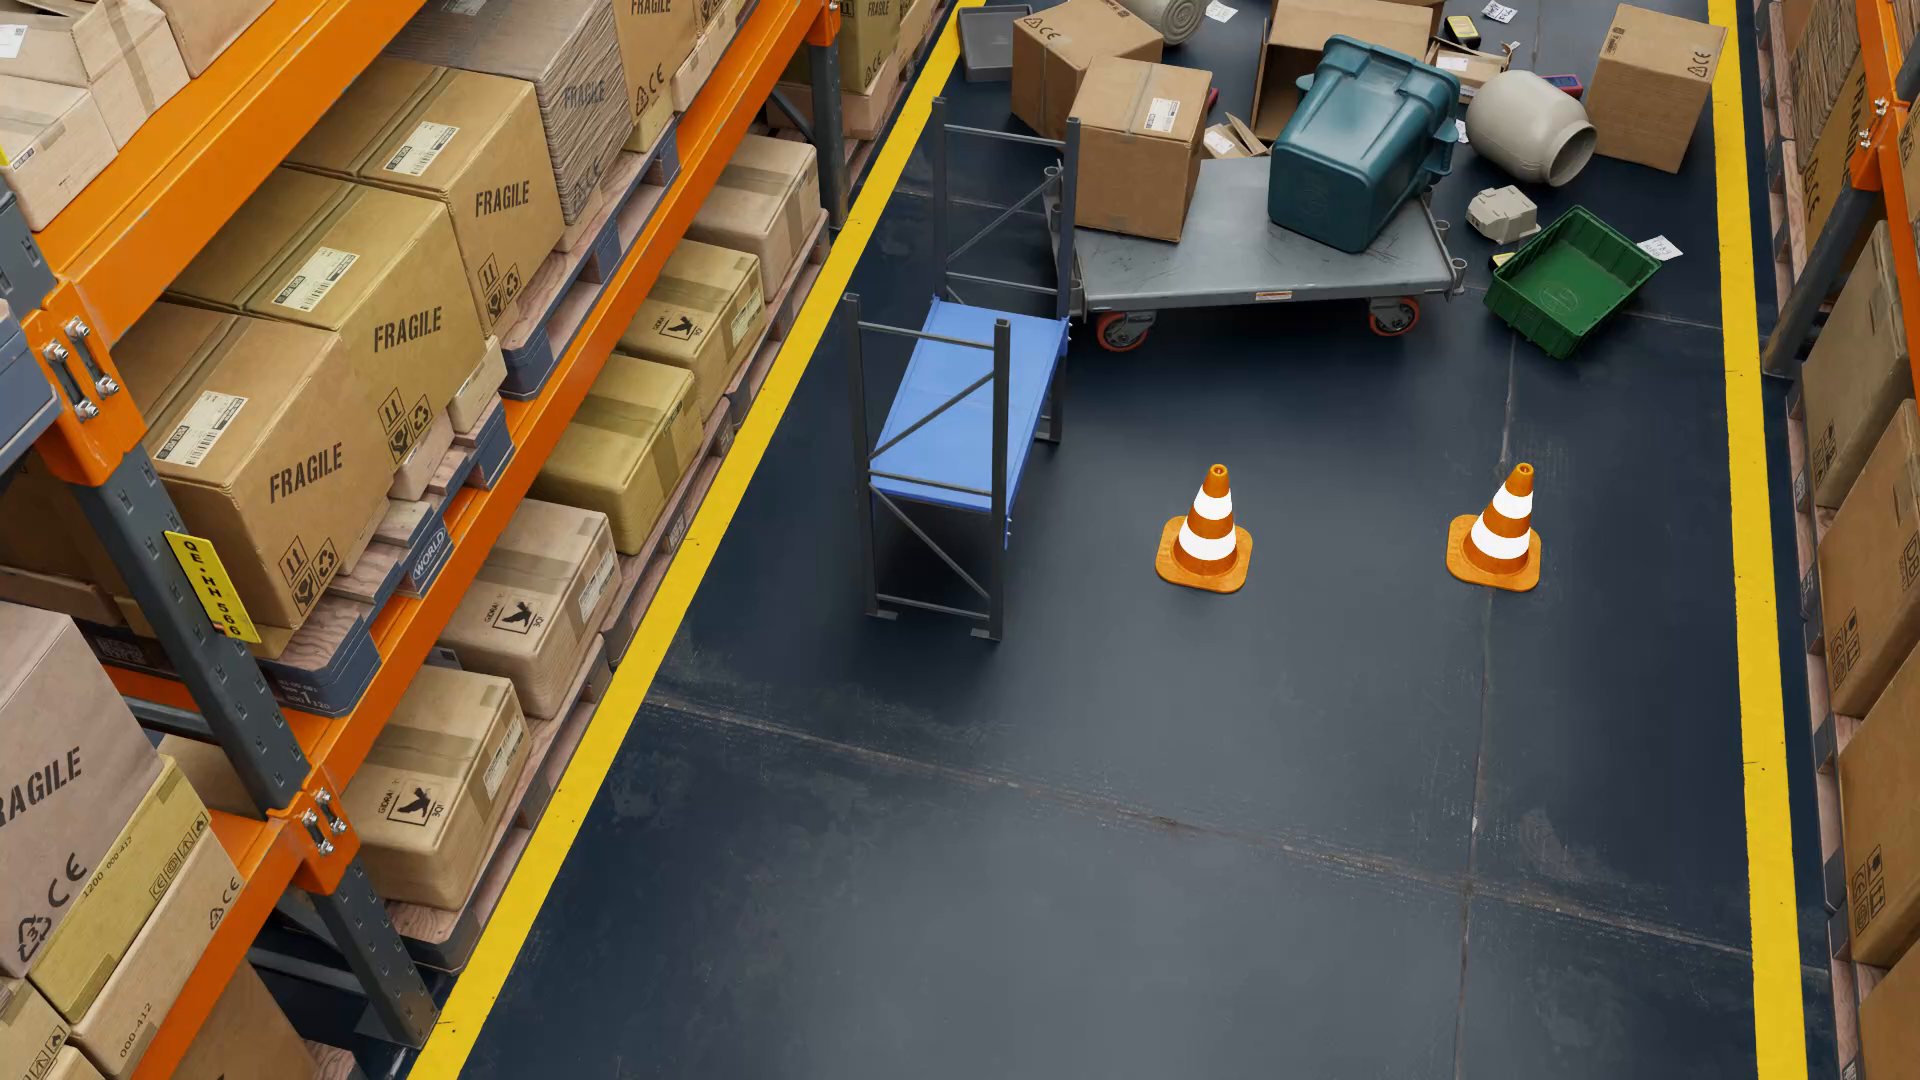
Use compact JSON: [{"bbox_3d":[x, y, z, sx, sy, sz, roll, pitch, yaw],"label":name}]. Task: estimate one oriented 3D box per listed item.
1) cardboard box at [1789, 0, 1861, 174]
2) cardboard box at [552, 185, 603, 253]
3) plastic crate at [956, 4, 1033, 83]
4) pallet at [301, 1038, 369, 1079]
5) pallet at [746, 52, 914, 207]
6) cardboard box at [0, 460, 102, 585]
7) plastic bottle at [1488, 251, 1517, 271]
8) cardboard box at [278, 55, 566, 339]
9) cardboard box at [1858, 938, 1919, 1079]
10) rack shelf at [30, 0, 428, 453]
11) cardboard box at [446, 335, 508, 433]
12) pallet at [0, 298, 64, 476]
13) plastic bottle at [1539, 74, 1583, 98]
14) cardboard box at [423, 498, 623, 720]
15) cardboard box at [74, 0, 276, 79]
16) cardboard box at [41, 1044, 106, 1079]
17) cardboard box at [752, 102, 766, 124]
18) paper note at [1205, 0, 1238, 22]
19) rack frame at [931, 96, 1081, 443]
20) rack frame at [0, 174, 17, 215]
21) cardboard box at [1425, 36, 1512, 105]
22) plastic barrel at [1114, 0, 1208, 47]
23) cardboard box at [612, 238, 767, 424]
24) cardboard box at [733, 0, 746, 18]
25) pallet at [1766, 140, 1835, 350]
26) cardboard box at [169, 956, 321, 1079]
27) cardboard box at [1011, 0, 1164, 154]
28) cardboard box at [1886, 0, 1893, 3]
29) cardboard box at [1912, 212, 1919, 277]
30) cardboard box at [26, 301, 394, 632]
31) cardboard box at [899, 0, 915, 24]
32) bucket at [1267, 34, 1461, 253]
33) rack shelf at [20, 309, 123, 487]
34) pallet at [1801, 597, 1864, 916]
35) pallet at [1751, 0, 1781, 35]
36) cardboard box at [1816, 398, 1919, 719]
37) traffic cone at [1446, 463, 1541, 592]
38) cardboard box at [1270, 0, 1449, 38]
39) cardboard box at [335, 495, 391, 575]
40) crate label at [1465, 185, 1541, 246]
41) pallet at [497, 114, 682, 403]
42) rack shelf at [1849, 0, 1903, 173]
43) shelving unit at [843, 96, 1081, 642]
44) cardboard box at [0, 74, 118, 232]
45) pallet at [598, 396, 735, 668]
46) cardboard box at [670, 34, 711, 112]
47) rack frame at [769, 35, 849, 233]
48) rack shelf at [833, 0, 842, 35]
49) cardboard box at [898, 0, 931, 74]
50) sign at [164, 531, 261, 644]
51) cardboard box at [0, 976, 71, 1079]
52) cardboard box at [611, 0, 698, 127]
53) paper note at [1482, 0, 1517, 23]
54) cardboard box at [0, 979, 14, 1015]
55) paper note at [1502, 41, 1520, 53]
[{"bbox_3d":[4.266,-2.143,7.278,0.875,0.875,0.875,12,50,10],"label":"cardboard box"},{"bbox_3d":[-1.319,-1.038,5.052,0.380,0.149,0.250,13,50,11],"label":"cardboard box"},{"bbox_3d":[0.201,-2.525,8.425,0.402,0.080,0.583,-4,49,-3],"label":"plastic crate"},{"bbox_3d":[-2.336,1.854,4.473,1.003,0.211,1.213,12,50,10],"label":"pallet"},{"bbox_3d":[-0.860,-2.087,7.951,1.003,0.211,1.213,12,50,10],"label":"pallet"},{"bbox_3d":[-2.204,-0.278,3.949,0.500,0.500,0.500,10,49,9],"label":"cardboard box"},{"bbox_3d":[2.416,-1.139,7.214,0.133,0.061,0.283,-11,50,-10],"label":"plastic bottle"},{"bbox_3d":[-1.451,-0.938,4.532,0.500,0.500,0.500,12,50,11],"label":"cardboard box"},{"bbox_3d":[2.993,1.463,4.179,1.050,0.750,0.750,11,49,10],"label":"cardboard box"},{"bbox_3d":[-1.529,-1.825,4.339,1.077,0.370,4.000,12,50,10],"label":"rack shelf"},{"bbox_3d":[-1.475,-0.460,4.542,0.380,0.149,0.250,12,50,10],"label":"cardboard box"},{"bbox_3d":[-2.174,-0.078,2.443,1.213,0.211,1.003,14,50,12],"label":"pallet"},{"bbox_3d":[2.900,-2.224,8.172,0.283,0.061,0.133,-4,49,-3],"label":"plastic bottle"},{"bbox_3d":[-1.711,0.165,5.577,0.950,0.372,0.625,11,49,9],"label":"cardboard box"},{"bbox_3d":[-1.797,-1.333,3.359,0.700,0.500,0.500,12,50,10],"label":"cardboard box"},{"bbox_3d":[-2.058,1.215,3.277,0.500,0.250,0.500,12,50,11],"label":"cardboard box"},{"bbox_3d":[-1.107,-2.227,7.769,0.500,0.250,0.500,14,50,12],"label":"cardboard box"},{"bbox_3d":[1.353,-2.763,8.676,0.148,0.019,0.142,28,54,22],"label":"paper note"},{"bbox_3d":[0.154,-0.931,6.052,0.500,1.500,0.032,11,50,9],"label":"rack frame"},{"bbox_3d":[-2.056,-1.609,1.668,1.000,3.000,0.127,12,50,10],"label":"rack frame"},{"bbox_3d":[2.475,-2.315,8.116,0.396,0.266,0.258,19,51,16],"label":"cardboard box"},{"bbox_3d":[0.967,-2.765,8.408,0.421,0.421,0.512,-27,54,-22],"label":"plastic barrel"},{"bbox_3d":[-1.325,-0.886,6.504,0.950,0.372,0.625,14,50,12],"label":"cardboard box"},{"bbox_3d":[-0.959,-1.959,5.866,0.380,0.149,0.250,10,49,9],"label":"cardboard box"},{"bbox_3d":[4.075,-1.225,7.191,1.003,0.211,1.213,12,50,10],"label":"pallet"},{"bbox_3d":[-2.318,1.423,4.130,0.875,0.875,0.875,11,50,10],"label":"cardboard box"},{"bbox_3d":[0.592,-2.197,7.854,0.500,0.500,0.500,-27,54,-22],"label":"cardboard box"},{"bbox_3d":[4.007,-2.335,6.210,0.875,0.550,0.550,12,50,10],"label":"cardboard box"},{"bbox_3d":[3.269,-0.954,5.025,0.500,0.500,0.500,12,50,10],"label":"cardboard box"},{"bbox_3d":[-1.714,-0.174,3.858,0.500,0.500,0.500,10,49,9],"label":"cardboard box"},{"bbox_3d":[-0.458,-2.757,7.737,0.500,0.500,0.500,13,50,12],"label":"cardboard box"},{"bbox_3d":[1.611,-1.587,6.819,0.726,0.611,0.620,28,64,22],"label":"bucket"},{"bbox_3d":[-2.582,1.068,1.786,1.077,0.370,4.000,12,50,10],"label":"rack shelf"},{"bbox_3d":[3.349,0.768,5.432,1.003,0.211,1.213,12,50,10],"label":"pallet"},{"bbox_3d":[4.717,-2.990,8.748,1.003,0.211,1.213,12,50,10],"label":"pallet"},{"bbox_3d":[3.465,0.156,5.332,1.050,0.750,0.750,12,50,10],"label":"cardboard box"},{"bbox_3d":[1.989,-0.102,6.031,0.336,0.463,0.334,12,50,10],"label":"traffic cone"},{"bbox_3d":[2.030,-2.814,8.398,0.797,0.503,0.637,-19,51,-16],"label":"cardboard box"},{"bbox_3d":[-1.684,-0.076,4.204,0.380,0.149,0.250,9,49,8],"label":"cardboard box"},{"bbox_3d":[2.429,-1.466,7.452,0.298,0.136,0.250,-19,51,-16],"label":"crate label"},{"bbox_3d":[-1.574,-1.000,5.260,1.003,0.211,1.213,12,50,10],"label":"pallet"},{"bbox_3d":[4.325,-2.822,7.220,1.077,0.370,4.000,12,50,10],"label":"rack shelf"},{"bbox_3d":[0.029,-0.556,5.731,0.538,1.500,1.048,11,50,9],"label":"shelving unit"},{"bbox_3d":[-1.809,-0.728,3.058,0.380,0.149,0.250,12,50,10],"label":"cardboard box"},{"bbox_3d":[-1.526,-0.146,6.238,1.003,0.211,1.213,12,50,10],"label":"pallet"},{"bbox_3d":[-1.055,-1.581,5.532,0.380,0.149,0.250,12,50,10],"label":"cardboard box"},{"bbox_3d":[-1.003,-2.517,6.471,1.000,3.000,0.127,12,50,10],"label":"rack frame"},{"bbox_3d":[-0.477,-3.726,8.017,1.077,0.370,4.000,12,50,10],"label":"rack shelf"},{"bbox_3d":[-0.458,-2.508,8.017,0.500,0.250,0.500,14,50,12],"label":"cardboard box"},{"bbox_3d":[-1.520,0.100,3.389,0.100,0.325,0.005,12,50,10],"label":"sign"},{"bbox_3d":[-2.070,1.032,3.105,0.500,0.250,0.500,10,49,9],"label":"cardboard box"},{"bbox_3d":[-1.174,-1.677,5.184,0.500,0.500,0.500,13,50,11],"label":"cardboard box"},{"bbox_3d":[2.812,-2.755,8.662,0.144,0.017,0.142,28,54,22],"label":"paper note"},{"bbox_3d":[-2.067,0.811,2.800,0.500,0.500,0.500,12,50,11],"label":"cardboard box"},{"bbox_3d":[2.804,-2.505,8.455,0.123,0.001,0.032,-37,58,-28],"label":"paper note"}]
